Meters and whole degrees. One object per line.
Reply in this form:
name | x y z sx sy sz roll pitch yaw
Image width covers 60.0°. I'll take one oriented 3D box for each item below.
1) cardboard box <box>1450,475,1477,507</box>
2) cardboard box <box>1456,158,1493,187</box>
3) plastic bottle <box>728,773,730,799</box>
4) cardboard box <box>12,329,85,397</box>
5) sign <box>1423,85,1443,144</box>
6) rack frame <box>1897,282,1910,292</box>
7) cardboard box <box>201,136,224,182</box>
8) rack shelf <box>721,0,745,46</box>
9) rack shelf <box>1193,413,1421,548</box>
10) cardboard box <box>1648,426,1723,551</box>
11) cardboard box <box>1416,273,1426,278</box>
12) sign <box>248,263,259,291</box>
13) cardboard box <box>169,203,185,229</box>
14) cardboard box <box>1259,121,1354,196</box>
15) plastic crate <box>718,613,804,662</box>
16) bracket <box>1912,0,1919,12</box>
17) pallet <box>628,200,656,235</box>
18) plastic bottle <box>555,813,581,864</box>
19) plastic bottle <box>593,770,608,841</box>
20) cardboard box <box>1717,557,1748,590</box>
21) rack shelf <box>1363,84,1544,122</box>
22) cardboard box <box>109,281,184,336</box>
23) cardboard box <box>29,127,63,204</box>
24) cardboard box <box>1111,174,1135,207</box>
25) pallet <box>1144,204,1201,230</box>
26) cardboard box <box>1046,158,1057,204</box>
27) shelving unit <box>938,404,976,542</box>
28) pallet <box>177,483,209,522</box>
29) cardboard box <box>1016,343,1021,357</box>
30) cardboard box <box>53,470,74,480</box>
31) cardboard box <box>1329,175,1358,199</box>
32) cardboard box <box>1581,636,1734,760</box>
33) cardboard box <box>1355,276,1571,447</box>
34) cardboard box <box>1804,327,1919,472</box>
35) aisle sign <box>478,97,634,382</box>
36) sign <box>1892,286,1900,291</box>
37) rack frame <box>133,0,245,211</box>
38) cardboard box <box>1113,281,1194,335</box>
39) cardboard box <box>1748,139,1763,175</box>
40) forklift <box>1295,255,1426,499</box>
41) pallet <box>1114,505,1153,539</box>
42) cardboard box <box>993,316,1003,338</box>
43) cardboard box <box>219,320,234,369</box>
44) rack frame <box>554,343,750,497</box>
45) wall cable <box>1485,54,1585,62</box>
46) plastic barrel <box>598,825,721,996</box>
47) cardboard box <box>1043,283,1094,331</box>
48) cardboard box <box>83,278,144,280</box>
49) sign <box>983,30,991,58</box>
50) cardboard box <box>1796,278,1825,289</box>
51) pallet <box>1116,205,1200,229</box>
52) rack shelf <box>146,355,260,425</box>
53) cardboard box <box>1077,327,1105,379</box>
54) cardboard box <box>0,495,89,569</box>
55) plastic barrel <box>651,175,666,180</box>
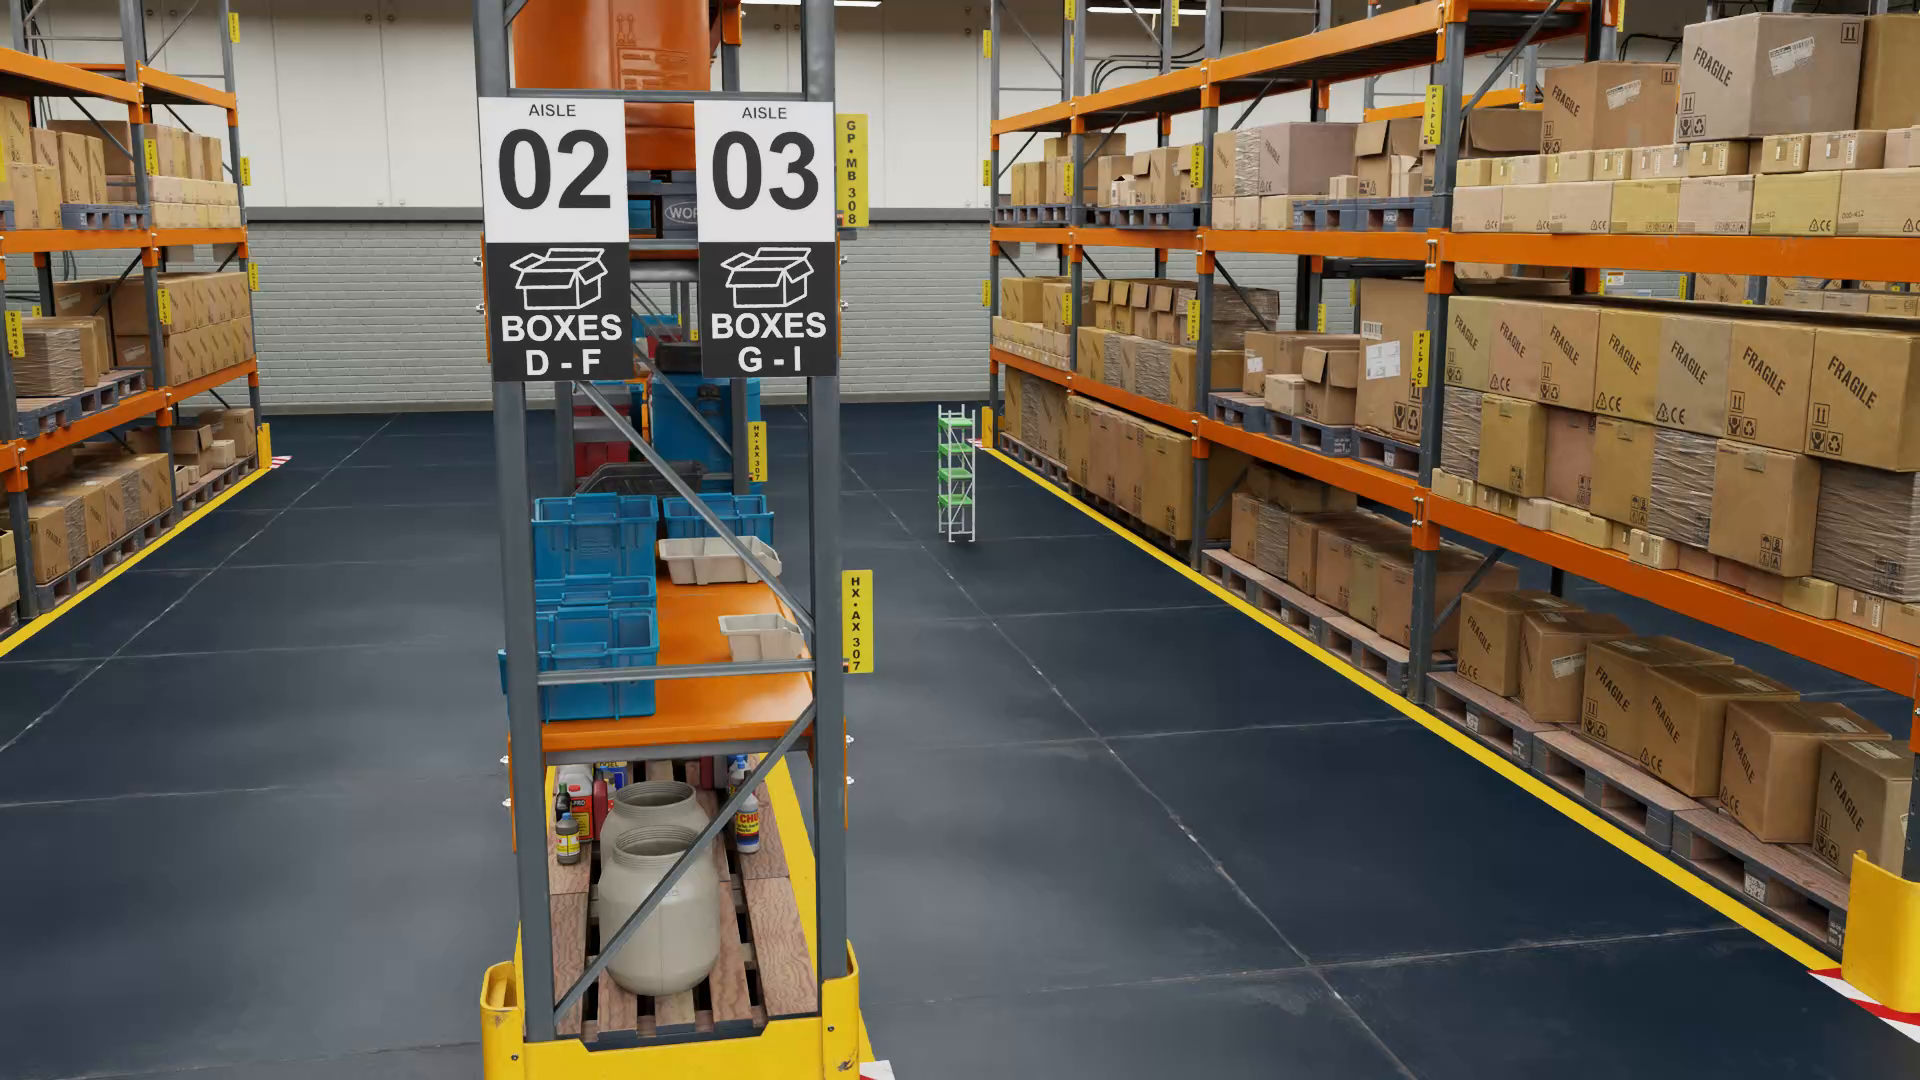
cardboard box | 3.002 -0.285 9.394 0.380 0.149 0.250 -2 11 -11
cardboard box | 2.981 -2.030 9.203 0.380 0.149 0.250 -2 11 -13
plastic bottle | -1.013 1.124 7.627 0.097 0.201 0.097 0 11 0
cardboard box | -7.500 -1.420 13.299 0.700 0.500 0.500 0 11 0
sign | 2.676 -2.405 9.404 0.100 0.325 0.005 -2 11 -11
rack frame | 11.384 -2.332 19.481 1.000 3.000 0.127 -2 11 -11
cardboard box | -8.716 -4.266 18.678 0.700 0.500 0.500 -2 11 -11
rack shelf | -1.250 -2.355 6.549 1.077 0.370 4.000 -2 11 -11
rack shelf | 2.831 -0.518 11.873 1.077 0.370 4.000 -2 11 -11
cardboard box | 3.648 -0.249 7.471 0.875 0.500 0.500 -2 11 -11
cardboard box | 5.884 -3.180 20.198 0.500 0.500 0.500 -2 11 -13
sign | -8.284 -3.086 19.502 0.100 0.325 0.005 -2 11 -11
cardboard box | -7.999 -3.202 16.431 0.500 0.250 0.500 -2 11 -11
cardboard box | 2.481 -2.726 11.922 0.500 0.500 0.500 -2 11 -13
plastic crate | -0.719 0.363 6.027 0.298 0.136 0.250 -2 11 -11
bracket | 15.405 -8.553 26.492 0.235 0.232 0.430 -2 11 -11
pallet | -1.403 -1.576 7.993 1.213 0.211 1.003 -2 11 -11
plastic bottle | -1.648 1.247 6.985 0.097 0.201 0.097 0 11 0
plastic bottle | -1.566 1.155 7.246 0.061 0.283 0.133 -2 11 -11
cardboard box | 3.551 0.124 7.248 0.380 0.149 0.250 -2 11 -11
rack shelf | 6.160 -5.093 19.872 1.077 0.370 4.000 -2 11 -11
cardboard box | -7.870 -2.249 16.103 0.500 0.500 0.500 -2 11 -10
cardboard box | -7.766 -3.051 13.576 0.600 0.600 0.600 -3 11 -13
cardboard box | 1.789 -3.403 16.202 0.500 0.311 0.500 -3 11 -13
pallet | 2.264 -2.735 14.081 1.213 0.211 1.003 -2 11 -8
cardboard box | 1.352 -3.990 18.511 0.700 0.500 0.500 -2 11 -8
shelving unit | -0.032 -0.620 15.297 0.258 1.200 0.503 -2 11 -11
pallet | -8.187 -0.368 16.621 1.003 0.211 1.213 -2 11 -11
cardboard box | 0.884 -2.269 19.822 0.380 0.149 0.250 -2 11 -12
cardboard box | -7.995 -0.314 14.384 0.500 0.500 0.500 -2 11 -10
cardboard box | 2.757 -2.410 11.369 0.380 0.166 0.250 -2 11 -13
cardboard box | 3.575 0.808 8.546 0.500 0.500 0.500 -3 11 -16
cardboard box | 3.202 -1.156 10.576 1.000 1.000 1.000 -2 11 -11
cardboard box | 3.648 -0.549 6.377 0.500 0.500 0.500 -2 11 -11
aisle sign | -1.138 -0.844 4.709 0.394 0.787 0.004 -2 11 -11
sign | 10.840 -2.776 19.285 0.100 0.325 0.005 -2 11 -11
rack frame | -8.832 -5.293 18.992 1.000 3.000 0.127 -2 11 -11
cardboard box | 1.918 -2.271 16.207 0.797 0.503 0.637 -2 11 -10
cardboard box | 3.543 -1.600 6.944 0.380 0.149 0.250 -2 11 -10
forklift | 4.151 -1.886 17.319 1.130 2.935 3.031 -2 11 -11
pallet | 2.128 -0.239 15.941 1.003 0.211 1.213 -2 11 -11
cardboard box | 0.714 -2.680 20.914 0.500 0.250 0.500 -2 11 -13
cardboard box | -8.282 -2.136 18.183 0.500 0.500 0.500 -2 11 -11
rack frame | -1.639 -0.324 8.932 1.000 3.000 0.127 -2 11 -11
wall cable | 9.962 -7.073 28.343 2.355 3.000 0.029 -2 11 -11
plastic barrel | -1.064 1.307 5.891 0.421 0.512 0.421 0 11 0
cardboard box | 1.219 -2.579 18.379 0.500 0.500 0.500 -2 11 -10
cardboard box | -8.607 -2.422 17.012 0.500 0.500 0.500 -2 11 -11
sign | 0.340 -6.170 20.679 0.100 0.325 0.005 -2 11 -11
cardboard box | 10.823 -3.135 20.759 0.500 0.500 0.500 -2 11 -10
pallet | 2.044 -2.940 15.158 1.003 0.211 1.213 -2 11 -8
rack shelf | -8.443 -1.626 17.693 1.077 0.370 4.000 -2 11 -11
cardboard box | 1.508 -1.928 17.087 0.500 0.500 0.500 -2 11 -11
cardboard box | -7.192 -0.057 13.033 0.500 0.500 0.500 -3 11 -13
plastic barrel | -1.207 -1.568 5.815 0.600 0.588 0.600 0 11 0
